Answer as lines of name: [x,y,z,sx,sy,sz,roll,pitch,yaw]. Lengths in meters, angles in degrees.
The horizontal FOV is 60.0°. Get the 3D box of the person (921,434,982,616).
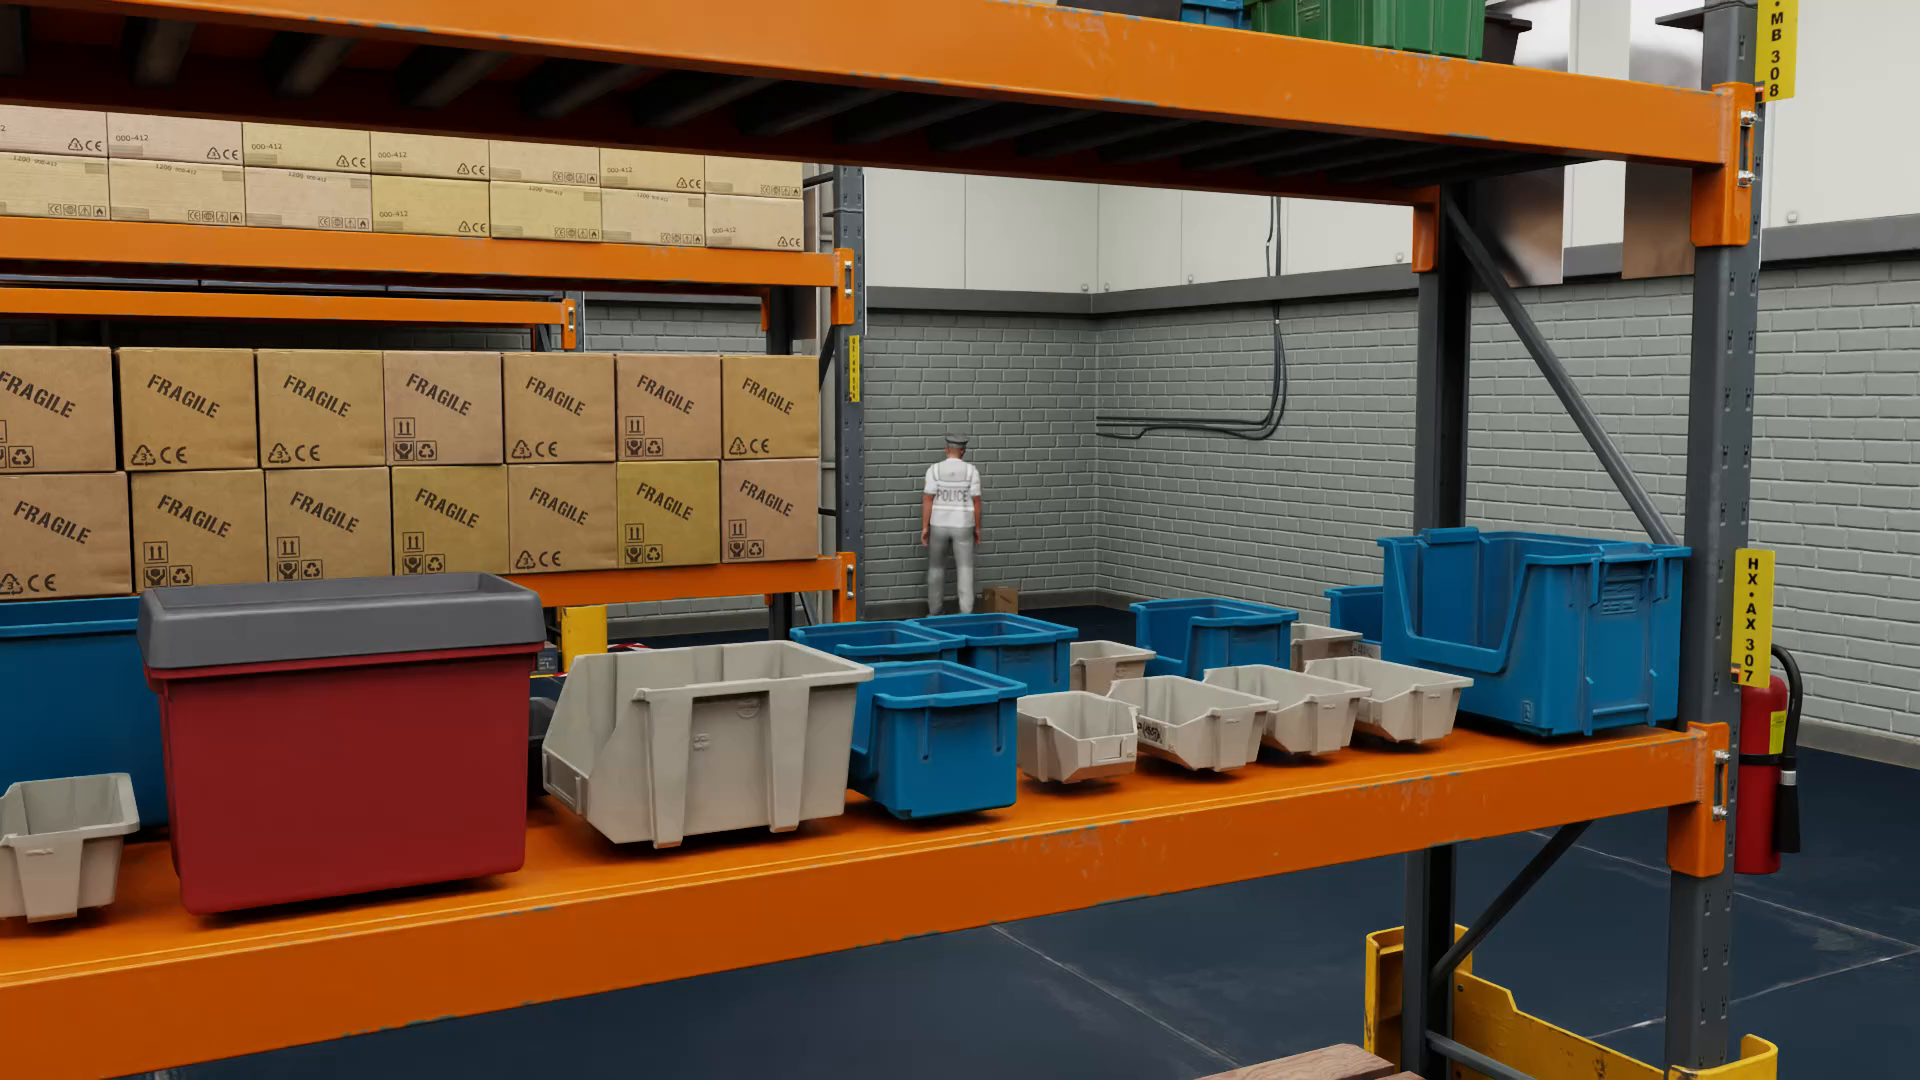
person: [-0.072,-0.118,15.473,0.563,1.734,0.708,0,5,4]
